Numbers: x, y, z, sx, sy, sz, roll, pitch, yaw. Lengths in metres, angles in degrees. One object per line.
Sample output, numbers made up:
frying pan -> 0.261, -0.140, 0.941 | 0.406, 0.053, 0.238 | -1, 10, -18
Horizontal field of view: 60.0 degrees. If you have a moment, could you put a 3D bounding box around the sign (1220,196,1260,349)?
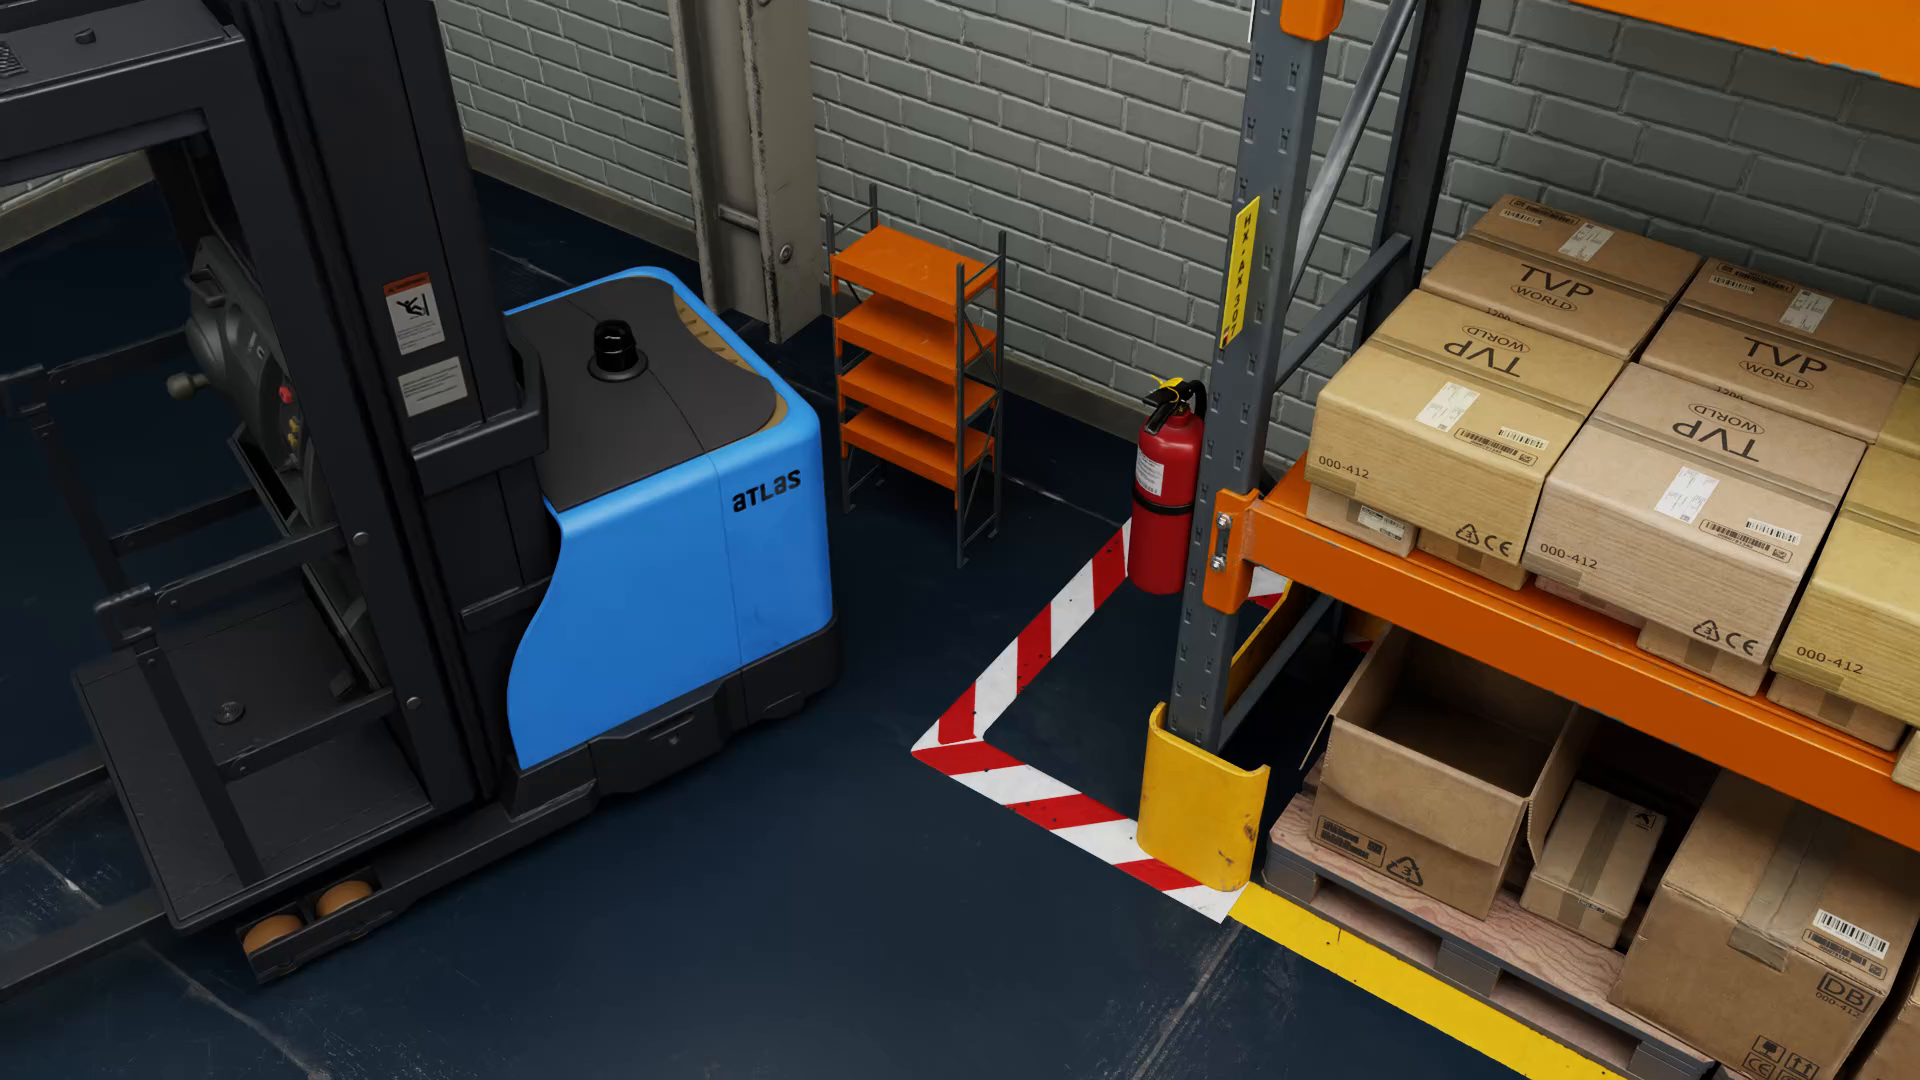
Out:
sign -> 0.585, -0.556, 3.472 | 0.005, 0.325, 0.100 | 25, 48, 25

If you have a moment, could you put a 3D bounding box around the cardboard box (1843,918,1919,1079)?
cardboard box -> 2.396, 1.137, 3.789 | 0.500, 0.500, 0.500 | 26, 48, 26

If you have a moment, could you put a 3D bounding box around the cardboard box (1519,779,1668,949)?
cardboard box -> 1.668, 0.847, 4.377 | 0.250, 0.149, 0.380 | 23, 47, 24

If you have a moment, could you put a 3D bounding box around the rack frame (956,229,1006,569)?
rack frame -> 0.064, -0.417, 5.316 | 0.015, 1.200, 0.240 | 25, 48, 25

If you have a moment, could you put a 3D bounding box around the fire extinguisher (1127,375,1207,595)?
fire extinguisher -> 0.510, -0.165, 4.023 | 0.183, 0.674, 0.296 | 25, 48, 25

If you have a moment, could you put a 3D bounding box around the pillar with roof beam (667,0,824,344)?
pillar with roof beam -> -3.266, -1.939, 1.169 | 0.400, 9.000, 9.100 | 25, 48, 25

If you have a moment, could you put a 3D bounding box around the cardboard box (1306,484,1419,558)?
cardboard box -> 1.008, -0.160, 3.868 | 0.250, 0.149, 0.380 | 25, 47, 25

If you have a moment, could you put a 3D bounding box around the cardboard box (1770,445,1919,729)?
cardboard box -> 1.943, 0.122, 3.254 | 0.500, 0.250, 0.500 | 24, 47, 25

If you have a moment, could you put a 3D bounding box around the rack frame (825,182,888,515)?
rack frame -> -0.335, -0.604, 5.525 | 0.015, 1.200, 0.240 | 25, 48, 25

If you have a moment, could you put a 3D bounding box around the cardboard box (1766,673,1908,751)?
cardboard box -> 1.870, 0.223, 3.440 | 0.250, 0.149, 0.380 | 26, 48, 26

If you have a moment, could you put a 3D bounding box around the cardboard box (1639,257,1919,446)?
cardboard box -> 1.847, -0.355, 3.786 | 0.500, 0.250, 0.500 | 25, 48, 25

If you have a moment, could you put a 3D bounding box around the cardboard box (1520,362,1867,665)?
cardboard box -> 1.526, -0.070, 3.469 | 0.500, 0.250, 0.500 | 26, 48, 26

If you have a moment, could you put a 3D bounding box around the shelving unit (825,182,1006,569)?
shelving unit -> -0.136, -0.510, 5.421 | 0.503, 1.200, 0.258 | 25, 48, 25

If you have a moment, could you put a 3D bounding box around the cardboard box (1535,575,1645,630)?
cardboard box -> 1.478, -0.006, 3.696 | 0.250, 0.149, 0.380 | 24, 47, 25

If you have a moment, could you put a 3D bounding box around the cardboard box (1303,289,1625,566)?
cardboard box -> 1.113, -0.263, 3.684 | 0.500, 0.250, 0.500 | 25, 48, 26

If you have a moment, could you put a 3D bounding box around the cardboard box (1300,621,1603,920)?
cardboard box -> 1.343, 0.531, 4.465 | 0.637, 0.503, 0.797 | 23, 47, 24

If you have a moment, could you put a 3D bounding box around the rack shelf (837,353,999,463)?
rack shelf -> -0.136, -0.460, 5.466 | 0.480, 0.148, 0.258 | 25, 48, 25

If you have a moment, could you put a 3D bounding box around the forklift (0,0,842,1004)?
forklift -> -1.869, -0.332, 3.923 | 3.031, 2.935, 1.130 | -25, 47, -25

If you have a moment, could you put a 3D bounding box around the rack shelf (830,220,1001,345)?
rack shelf -> -0.136, -0.803, 5.159 | 0.480, 0.148, 0.258 | 25, 48, 25

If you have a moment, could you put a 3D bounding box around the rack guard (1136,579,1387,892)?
rack guard -> 0.958, 0.431, 4.893 | 0.348, 0.500, 1.175 | 25, 48, 25

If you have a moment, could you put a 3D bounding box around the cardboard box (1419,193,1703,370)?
cardboard box -> 1.425, -0.553, 4.008 | 0.500, 0.250, 0.500 | 26, 48, 26

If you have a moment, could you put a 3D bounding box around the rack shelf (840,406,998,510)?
rack shelf -> -0.136, -0.312, 5.598 | 0.480, 0.148, 0.258 | 25, 48, 25

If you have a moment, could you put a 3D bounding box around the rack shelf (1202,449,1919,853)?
rack shelf -> 2.534, 0.505, 3.476 | 4.000, 0.370, 1.077 | 25, 48, 25

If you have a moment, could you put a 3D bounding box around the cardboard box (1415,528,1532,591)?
cardboard box -> 1.243, -0.088, 3.787 | 0.250, 0.149, 0.380 | 26, 48, 26

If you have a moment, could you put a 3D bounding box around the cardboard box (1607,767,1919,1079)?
cardboard box -> 2.020, 0.880, 4.076 | 0.500, 0.500, 0.700 | 27, 48, 27

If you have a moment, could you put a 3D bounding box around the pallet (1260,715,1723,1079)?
pallet -> 1.612, 0.844, 4.649 | 1.213, 0.211, 1.003 | 25, 48, 25

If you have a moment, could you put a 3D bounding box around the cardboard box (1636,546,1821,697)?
cardboard box -> 1.650, 0.124, 3.550 | 0.250, 0.149, 0.380 | 27, 48, 27

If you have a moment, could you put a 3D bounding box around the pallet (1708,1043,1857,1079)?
pallet -> 2.606, 1.311, 4.126 | 1.213, 0.211, 1.003 | 25, 48, 25

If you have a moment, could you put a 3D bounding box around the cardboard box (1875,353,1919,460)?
cardboard box -> 2.249, -0.163, 3.572 | 0.500, 0.250, 0.500 | 27, 48, 27

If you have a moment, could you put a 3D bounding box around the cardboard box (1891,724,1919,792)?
cardboard box -> 2.034, 0.360, 3.286 | 0.250, 0.149, 0.380 | 24, 47, 24

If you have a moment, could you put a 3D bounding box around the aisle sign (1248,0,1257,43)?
aisle sign -> 0.672, -1.364, 3.075 | 0.004, 0.787, 0.394 | 25, 48, 25

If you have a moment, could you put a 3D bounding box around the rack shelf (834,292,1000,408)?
rack shelf -> -0.136, -0.627, 5.316 | 0.480, 0.148, 0.258 | 25, 48, 25

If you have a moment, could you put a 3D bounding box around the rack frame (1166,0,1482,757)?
rack frame -> 0.896, -0.529, 4.092 | 0.127, 3.000, 1.000 | 25, 48, 25

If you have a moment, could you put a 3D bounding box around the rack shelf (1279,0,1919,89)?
rack shelf -> 2.534, -0.613, 2.476 | 4.000, 0.370, 1.077 | 25, 48, 25
